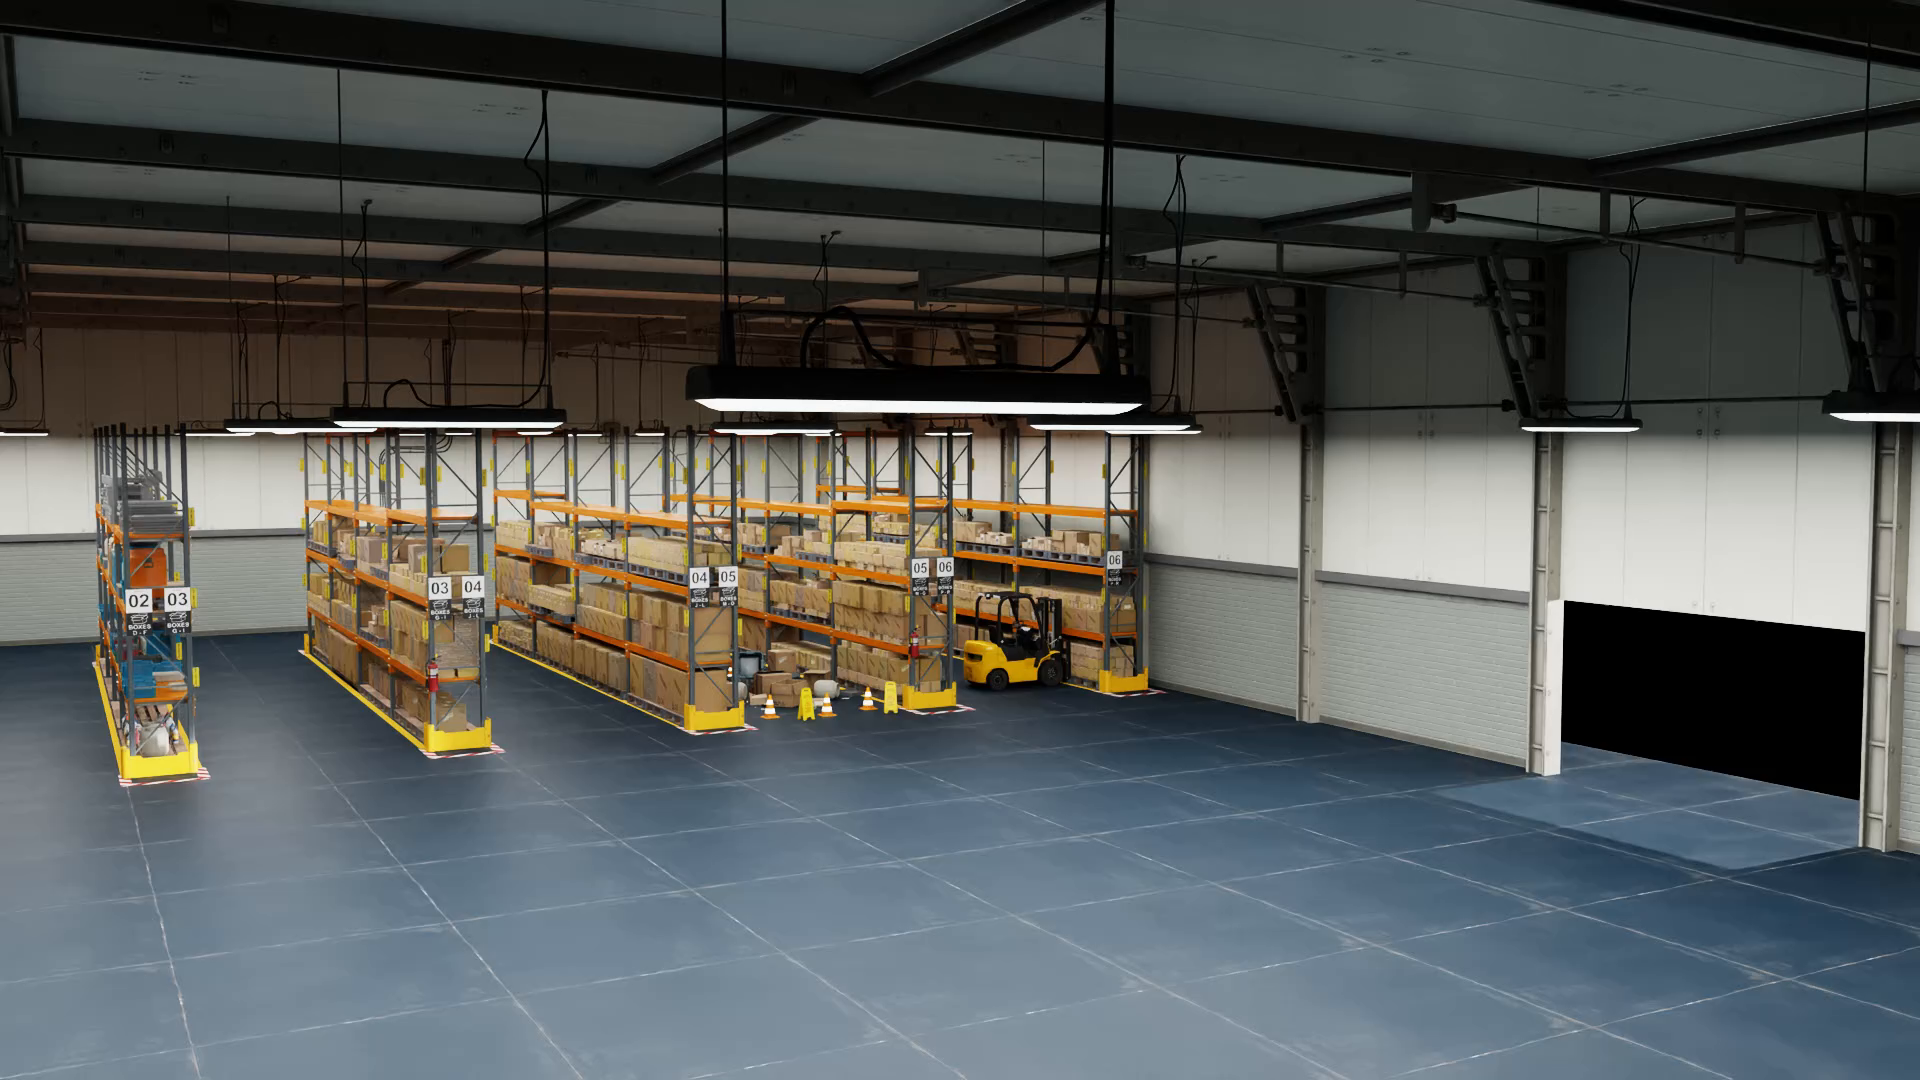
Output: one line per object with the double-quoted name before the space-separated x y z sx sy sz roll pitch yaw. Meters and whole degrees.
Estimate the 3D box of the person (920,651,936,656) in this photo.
"person" -0.763 2.508 40.063 0.615 1.593 0.703 -2 4 -28
